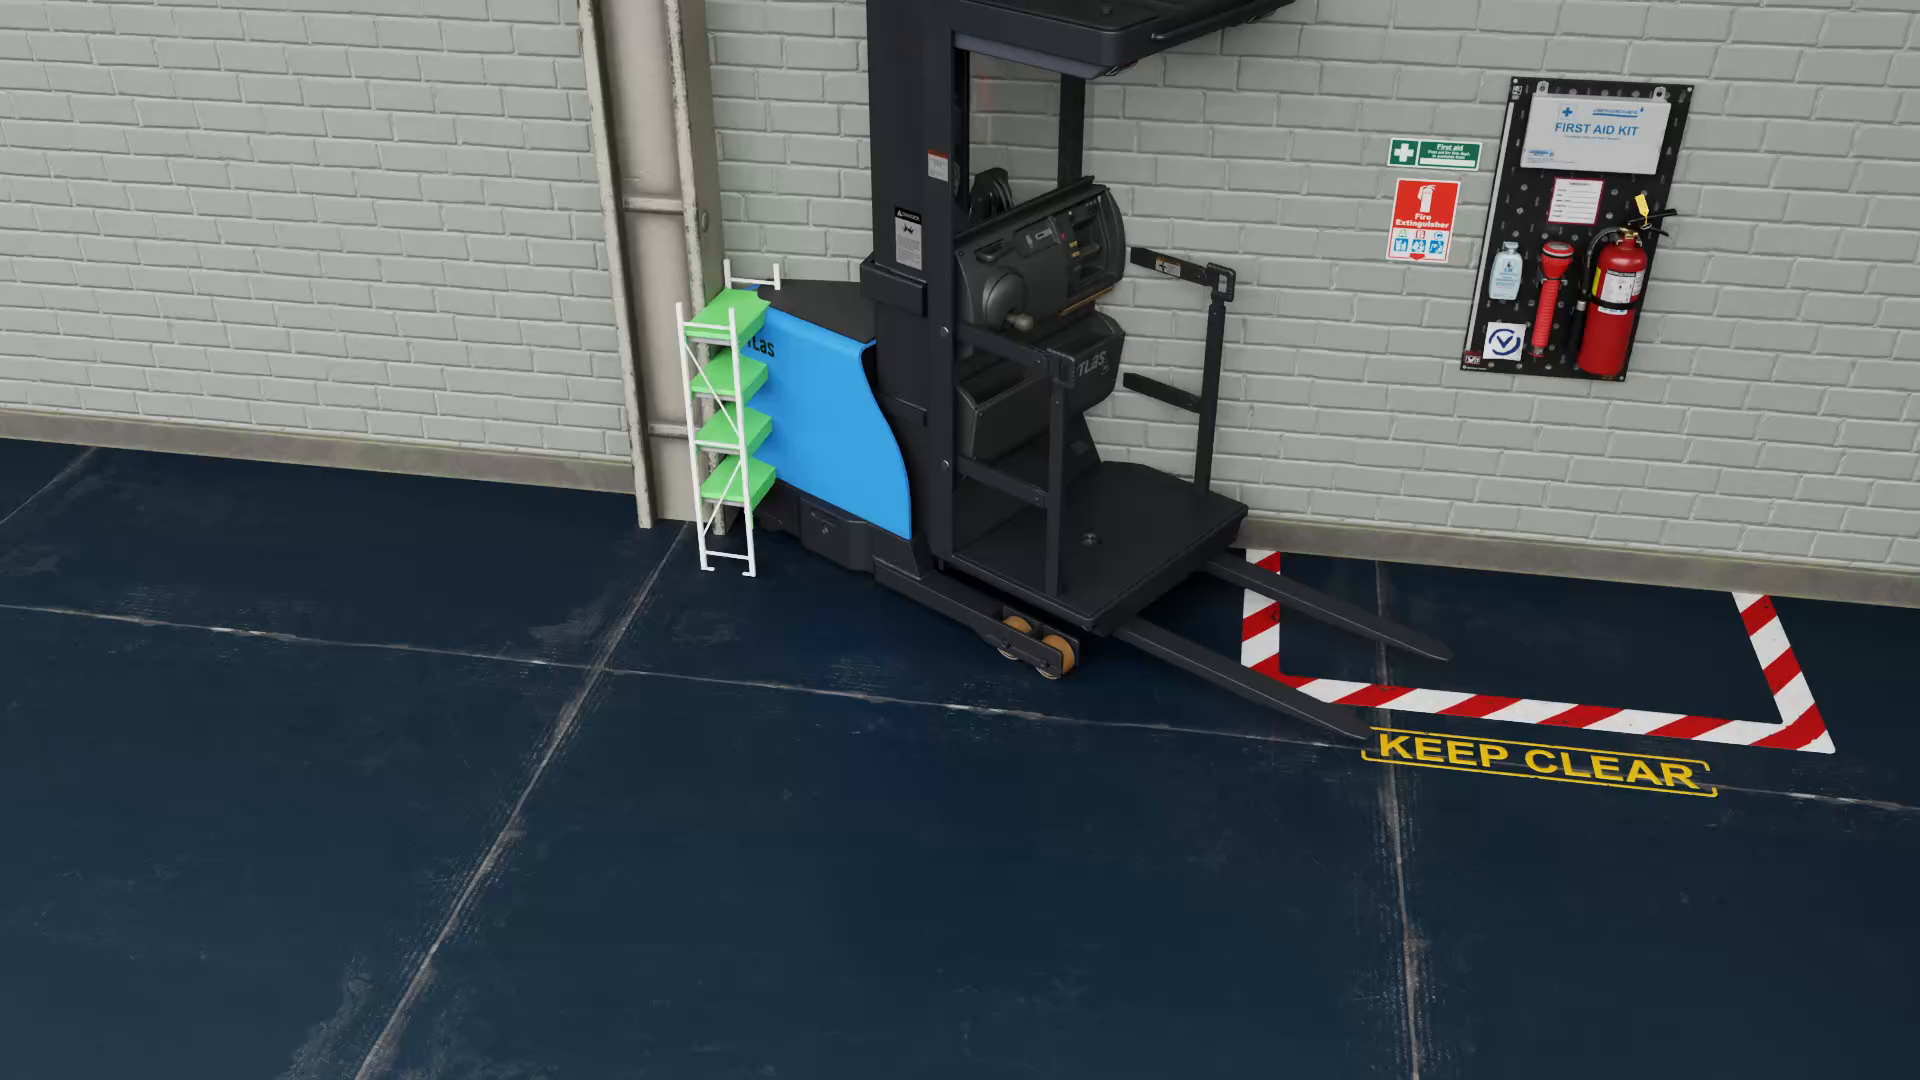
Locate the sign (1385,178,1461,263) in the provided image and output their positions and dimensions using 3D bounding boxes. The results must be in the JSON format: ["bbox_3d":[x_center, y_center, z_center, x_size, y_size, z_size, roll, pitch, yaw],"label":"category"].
[{"bbox_3d":[1.761,-1.215,6.330,0.234,0.329,0.001,5,32,8],"label":"sign"}]

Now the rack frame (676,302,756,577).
[{"bbox_3d":[-0.979,-0.384,6.713,0.240,1.200,0.015,7,31,13],"label":"rack frame"}]

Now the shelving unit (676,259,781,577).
[{"bbox_3d":[-0.916,-0.503,6.917,0.258,1.200,0.503,7,31,13],"label":"shelving unit"}]

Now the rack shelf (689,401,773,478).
[{"bbox_3d":[-0.916,-0.447,6.949,0.258,0.148,0.480,7,31,13],"label":"rack shelf"}]

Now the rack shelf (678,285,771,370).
[{"bbox_3d":[-0.918,-0.863,6.709,0.258,0.148,0.480,7,31,13],"label":"rack shelf"}]

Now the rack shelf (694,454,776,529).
[{"bbox_3d":[-0.914,-0.240,7.070,0.258,0.148,0.480,7,31,13],"label":"rack shelf"}]

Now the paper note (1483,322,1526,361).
[{"bbox_3d":[2.125,-0.775,6.491,0.142,0.148,0.016,5,32,8],"label":"paper note"}]

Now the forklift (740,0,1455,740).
[{"bbox_3d":[0.473,-1.025,6.125,3.031,2.935,1.130,25,40,34],"label":"forklift"}]

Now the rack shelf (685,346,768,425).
[{"bbox_3d":[-0.917,-0.655,6.829,0.258,0.148,0.480,7,31,13],"label":"rack shelf"}]

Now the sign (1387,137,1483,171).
[{"bbox_3d":[1.764,-1.434,6.181,0.331,0.109,0.001,5,32,8],"label":"sign"}]

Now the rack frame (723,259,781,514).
[{"bbox_3d":[-0.853,-0.621,7.121,0.240,1.200,0.015,7,31,13],"label":"rack frame"}]

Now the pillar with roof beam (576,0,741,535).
[{"bbox_3d":[-1.921,-1.683,1.457,0.400,9.000,9.100,5,32,8],"label":"pillar with roof beam"}]

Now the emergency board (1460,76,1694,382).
[{"bbox_3d":[2.288,-1.096,6.174,0.643,1.169,0.194,5,32,8],"label":"emergency board"}]
